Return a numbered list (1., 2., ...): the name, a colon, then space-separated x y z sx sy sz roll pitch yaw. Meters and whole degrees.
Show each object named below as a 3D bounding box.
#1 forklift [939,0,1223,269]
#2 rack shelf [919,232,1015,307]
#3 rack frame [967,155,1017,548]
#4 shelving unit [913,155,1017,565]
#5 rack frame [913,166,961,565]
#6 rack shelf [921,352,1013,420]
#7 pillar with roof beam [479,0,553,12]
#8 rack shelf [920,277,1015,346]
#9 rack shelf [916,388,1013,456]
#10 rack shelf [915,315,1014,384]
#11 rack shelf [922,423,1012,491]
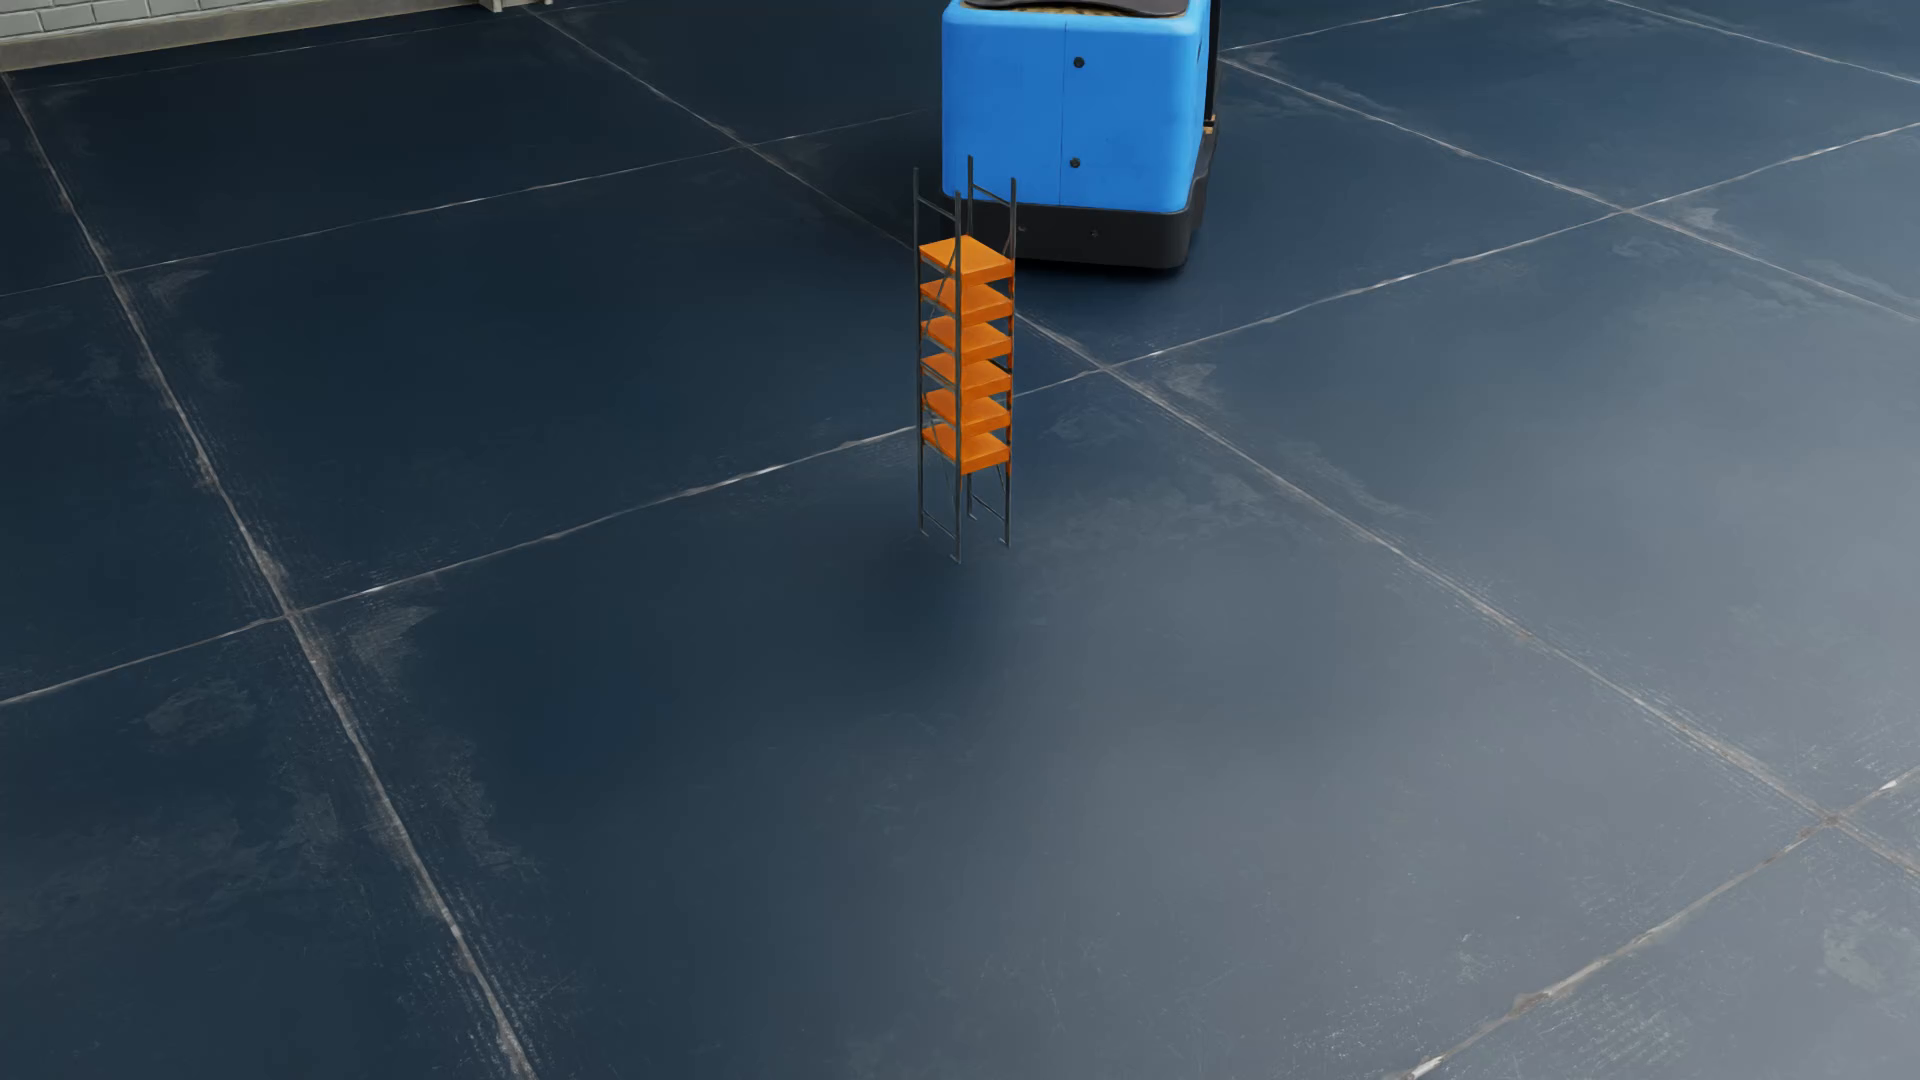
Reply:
1. forklift: 0.700 -3.140 7.481 1.130 2.935 3.031 6 33 9
2. rack shelf: 0.012 -0.779 4.768 0.180 0.103 0.258 -19 37 -27
3. rack frame: 0.089 -0.538 4.978 0.006 1.200 0.240 -19 37 -27
4. shelving unit: 0.012 -0.512 4.937 0.189 1.200 0.258 -19 37 -27
5. rack frame: -0.065 -0.485 4.895 0.006 1.200 0.240 -19 37 -27
6. rack shelf: 0.012 -0.474 4.960 0.180 0.103 0.258 -19 37 -27
7. pillar with roof beam: -0.546 -5.352 5.301 0.400 9.000 9.100 -19 37 -27
8. rack shelf: 0.012 -0.677 4.832 0.180 0.103 0.258 -19 37 -27
9. rack shelf: 0.012 -0.373 5.024 0.180 0.103 0.258 -19 37 -27
10. rack shelf: 0.012 -0.576 4.896 0.180 0.103 0.258 -19 37 -27
11. rack shelf: 0.012 -0.271 5.088 0.180 0.103 0.258 -19 37 -27
